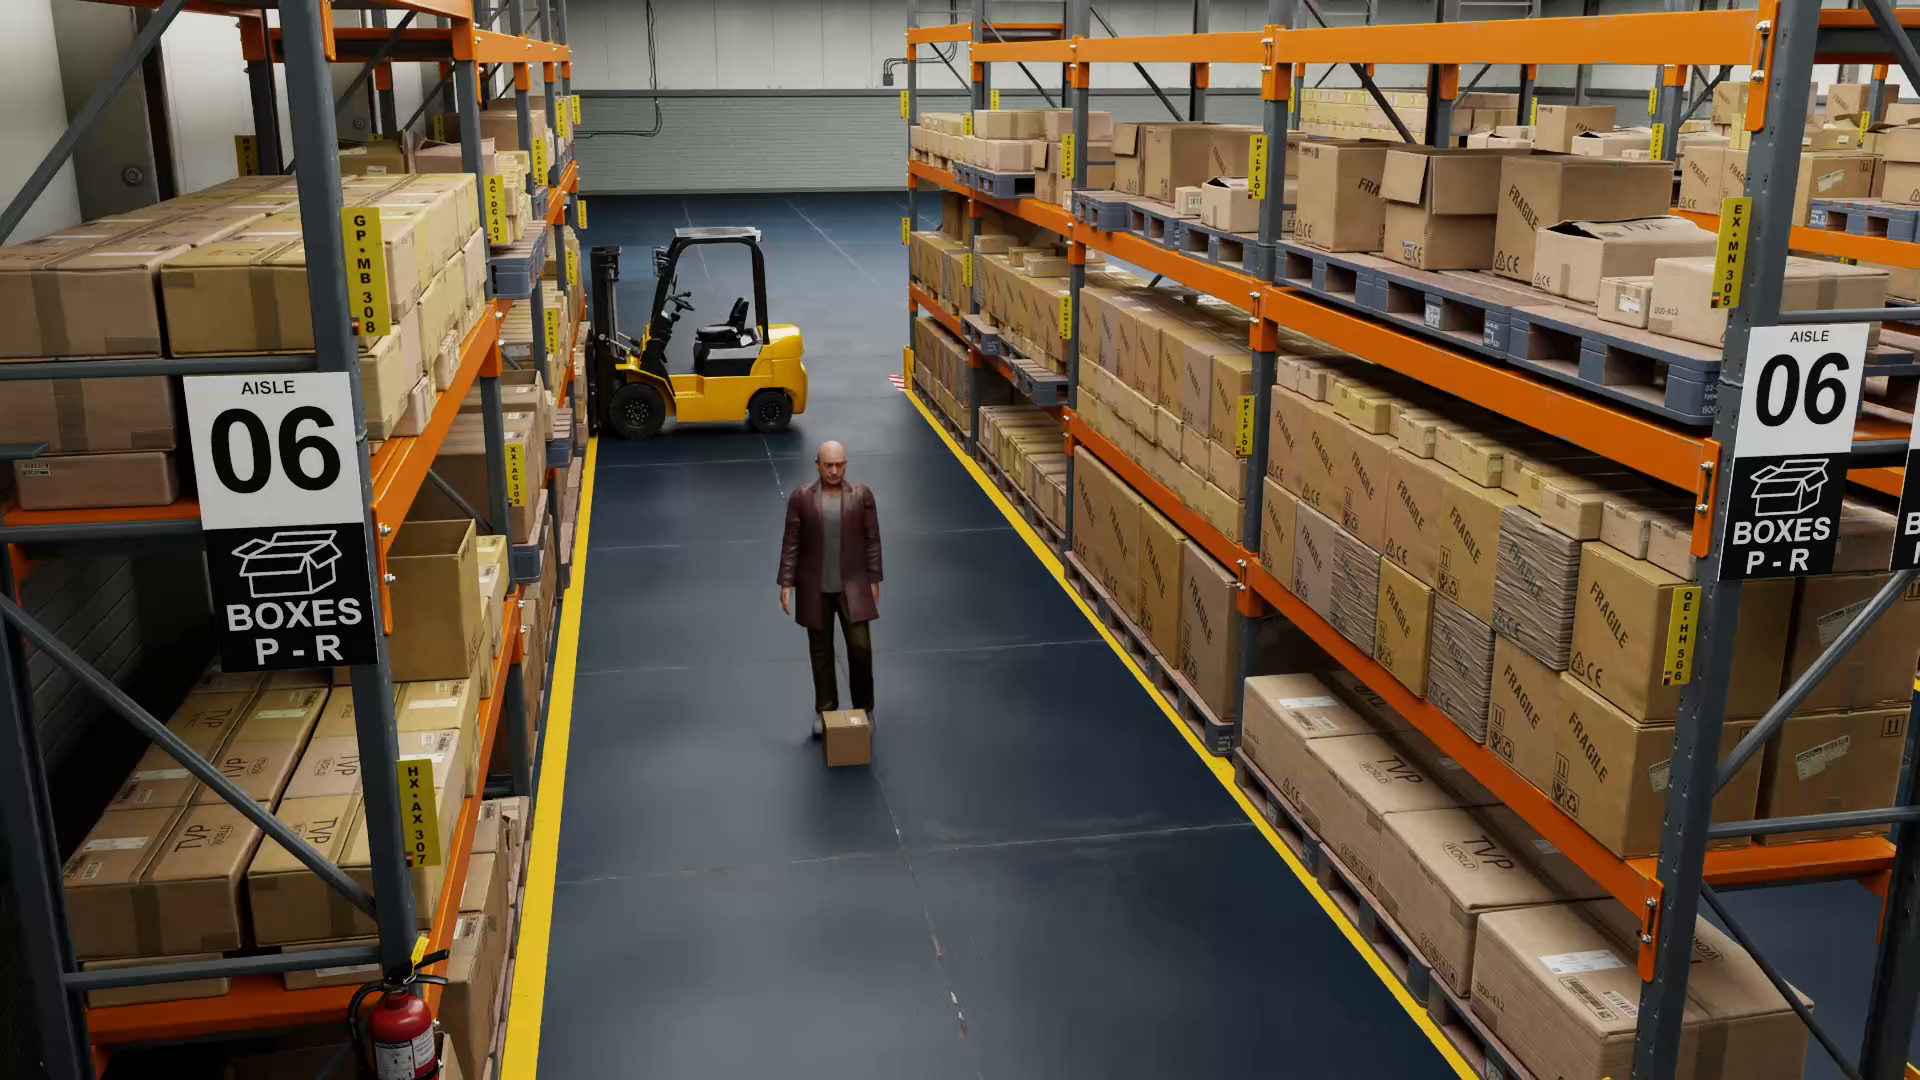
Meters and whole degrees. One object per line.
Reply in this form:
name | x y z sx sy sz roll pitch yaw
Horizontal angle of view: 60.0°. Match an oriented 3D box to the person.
person | -0.786 0.308 10.026 0.639 1.817 0.421 0 16 -1
